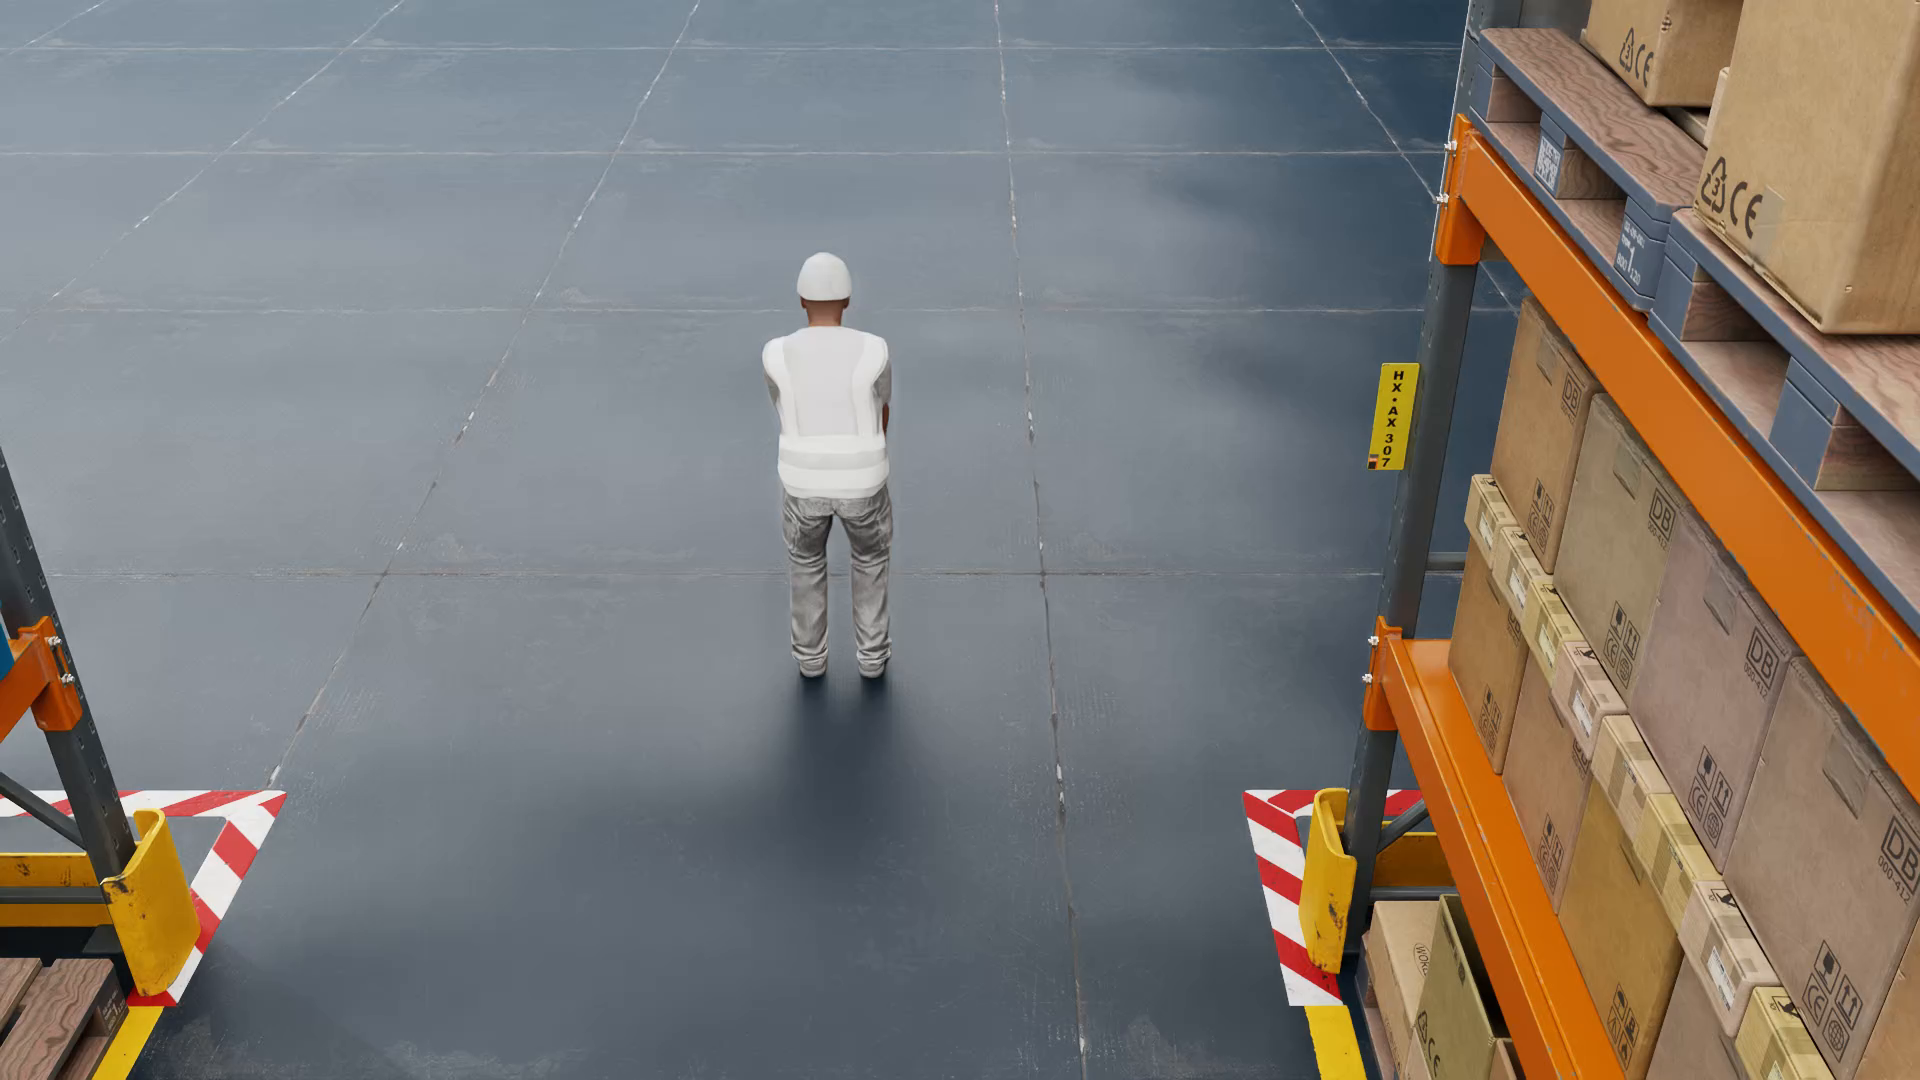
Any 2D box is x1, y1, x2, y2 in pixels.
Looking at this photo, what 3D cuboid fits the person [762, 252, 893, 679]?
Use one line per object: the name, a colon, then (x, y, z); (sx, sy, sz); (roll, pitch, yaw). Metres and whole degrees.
person: (-0.507, -0.287, 6.611); (0.490, 1.758, 0.601); (0, 31, 0)
